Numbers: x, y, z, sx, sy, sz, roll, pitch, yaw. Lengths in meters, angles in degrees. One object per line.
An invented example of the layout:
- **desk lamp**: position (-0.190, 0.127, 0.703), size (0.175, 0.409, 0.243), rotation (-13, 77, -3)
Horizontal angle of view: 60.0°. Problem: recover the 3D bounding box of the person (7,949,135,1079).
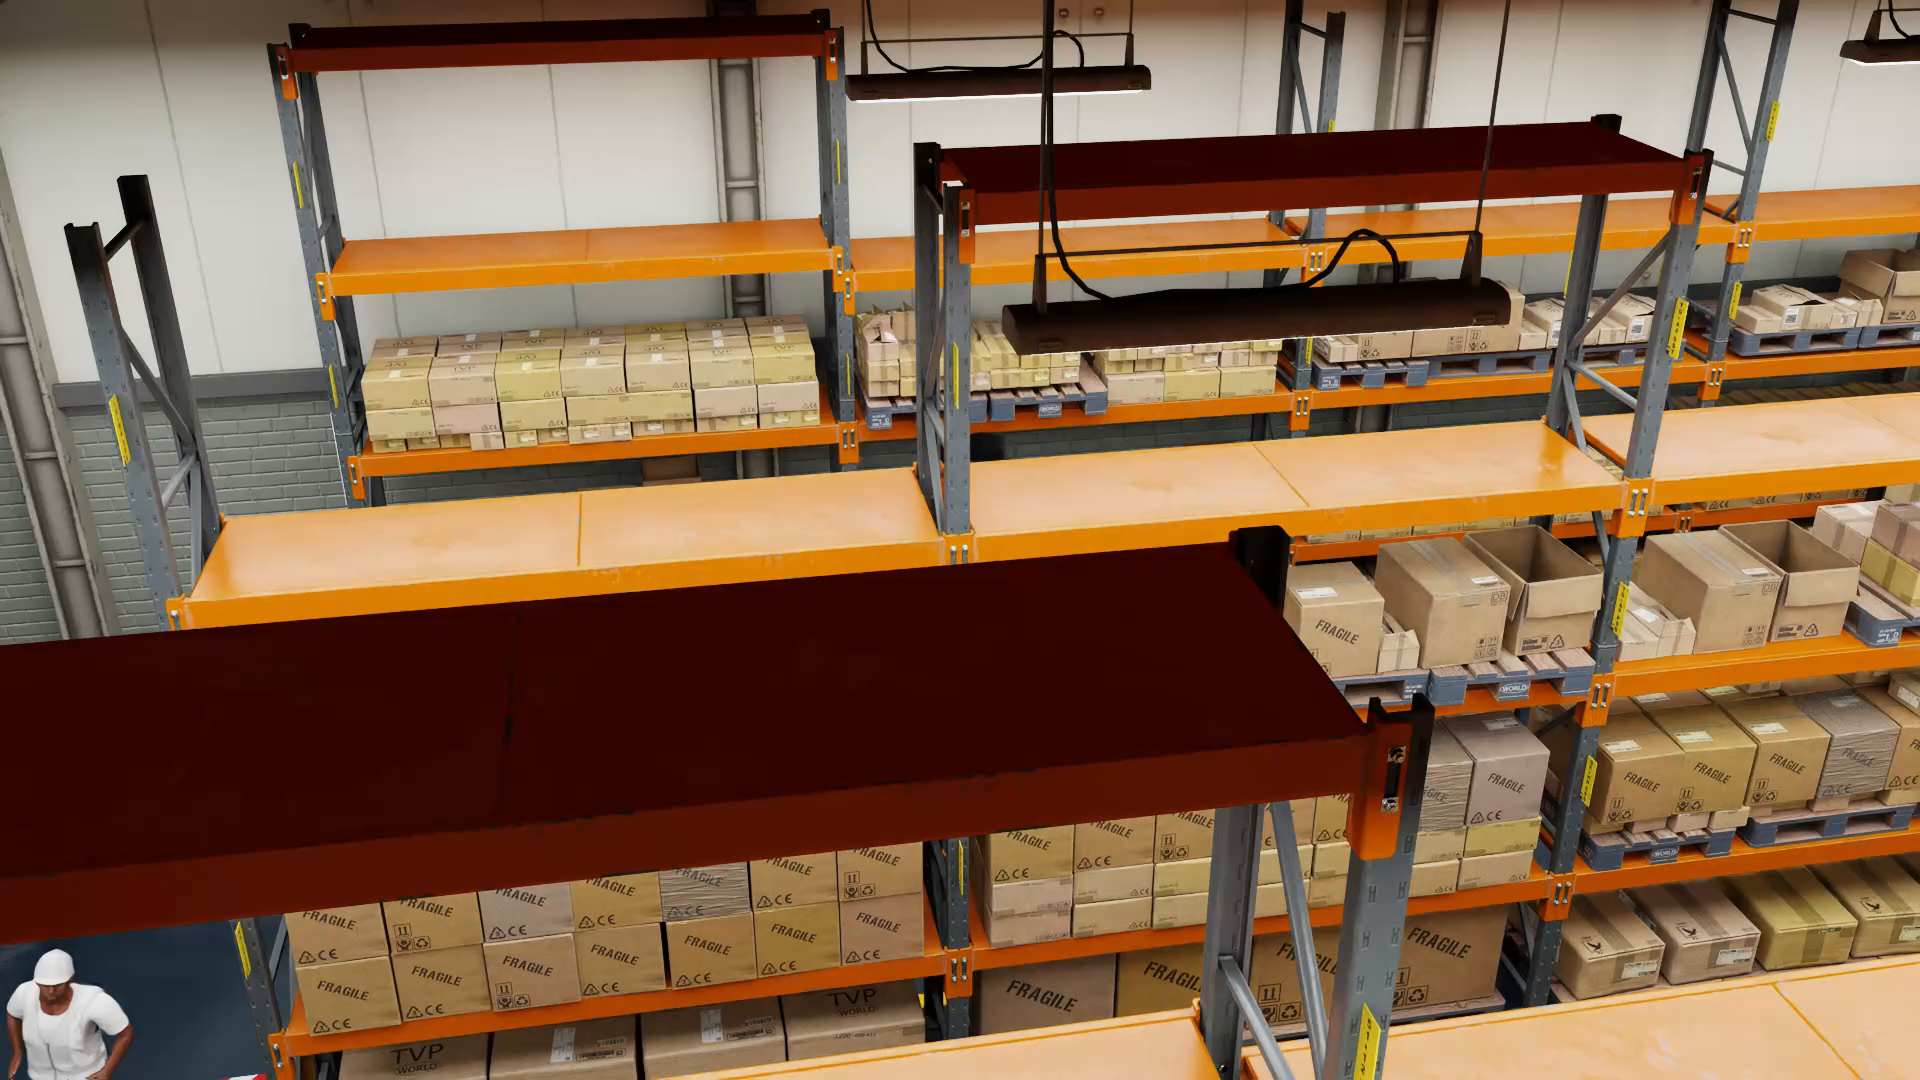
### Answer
- **person**: position (-5.254, 3.112, 9.905), size (0.750, 1.708, 0.573), rotation (-1, 26, -2)
